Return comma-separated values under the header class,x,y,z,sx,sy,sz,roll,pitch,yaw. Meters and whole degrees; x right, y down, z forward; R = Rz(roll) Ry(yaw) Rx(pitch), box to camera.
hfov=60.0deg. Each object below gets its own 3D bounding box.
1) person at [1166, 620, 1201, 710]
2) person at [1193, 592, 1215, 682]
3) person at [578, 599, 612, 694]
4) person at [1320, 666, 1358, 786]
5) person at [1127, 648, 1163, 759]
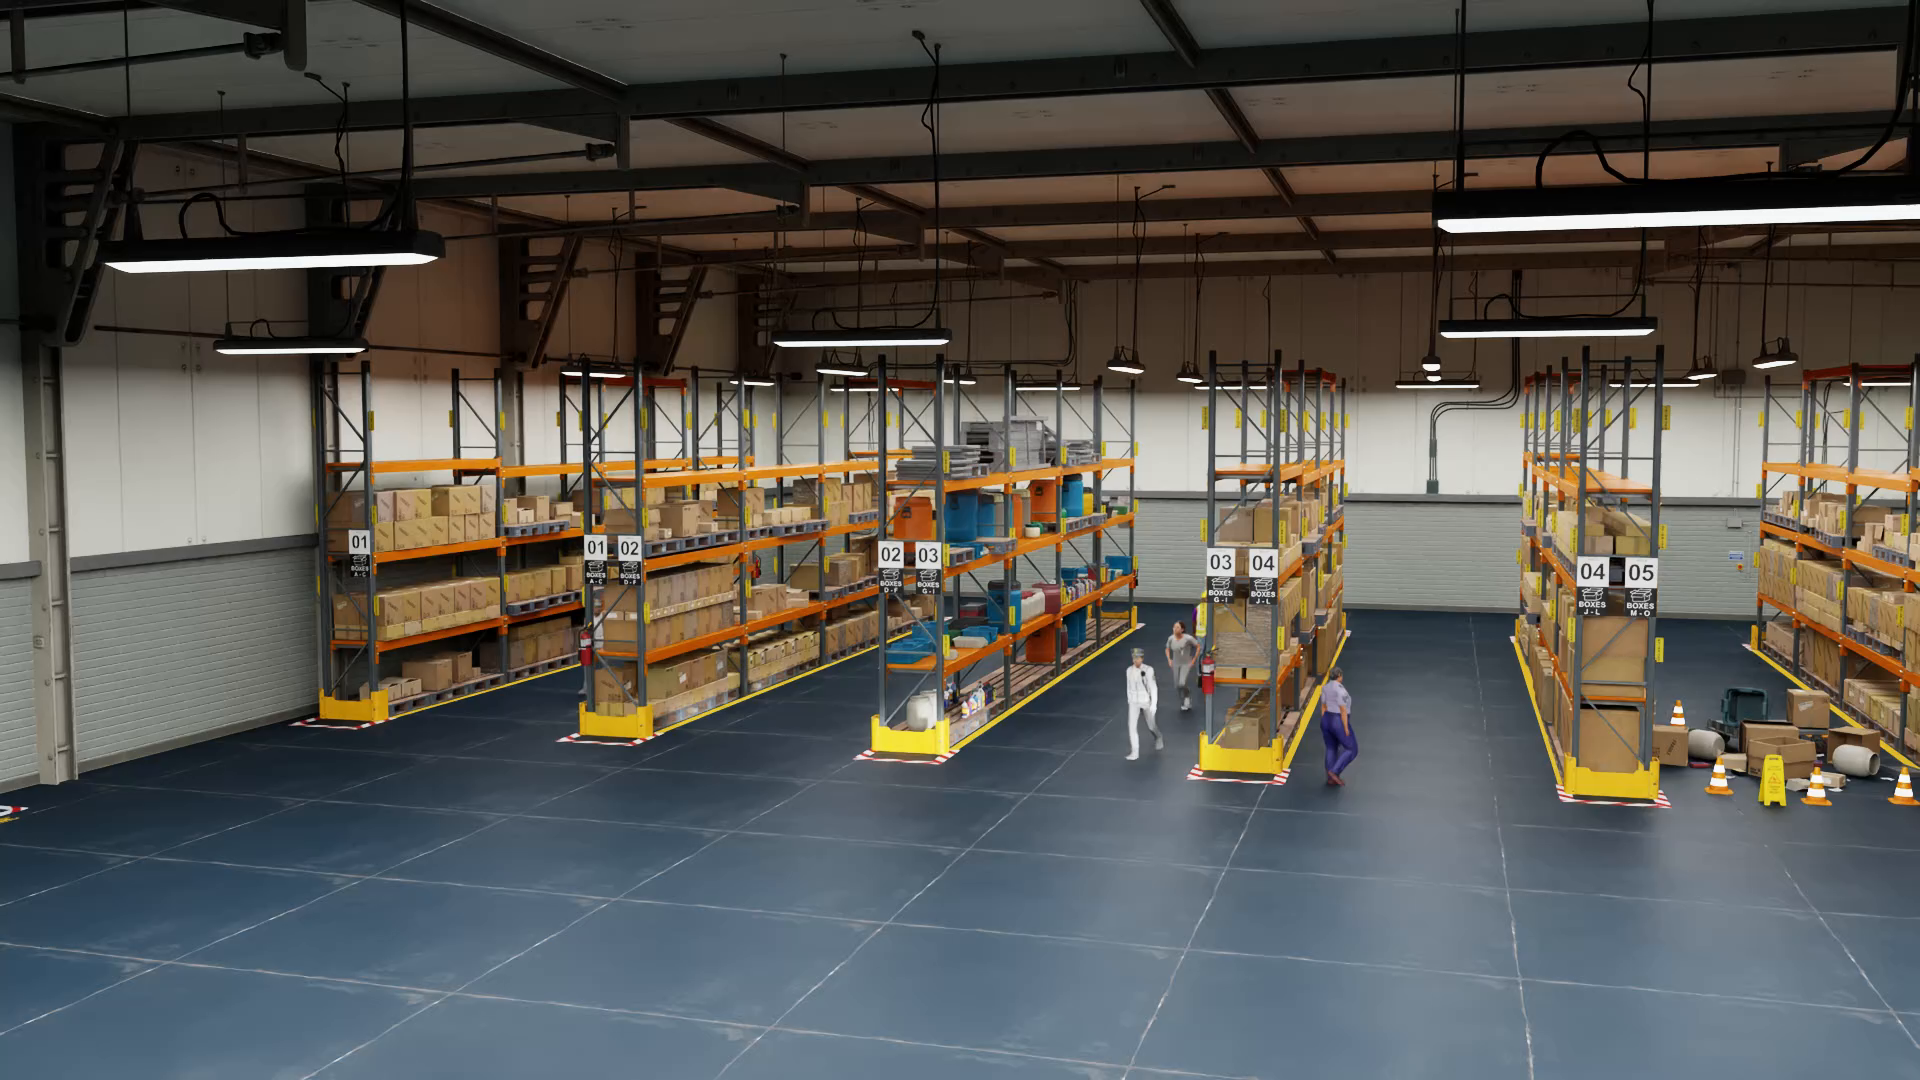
class,x,y,z,sx,sy,sz,roll,pitch,yaw
person,3.866,2.167,28.702,0.610,1.578,0.696,2,5,27
person,4.748,1.848,31.993,0.580,1.711,1.081,1,4,13
person,-6.707,1.931,30.627,0.660,1.708,1.077,1,4,7
person,5.138,2.560,22.814,0.470,1.645,0.596,-2,5,-30
person,2.734,2.408,24.801,0.508,1.636,0.941,2,5,28
